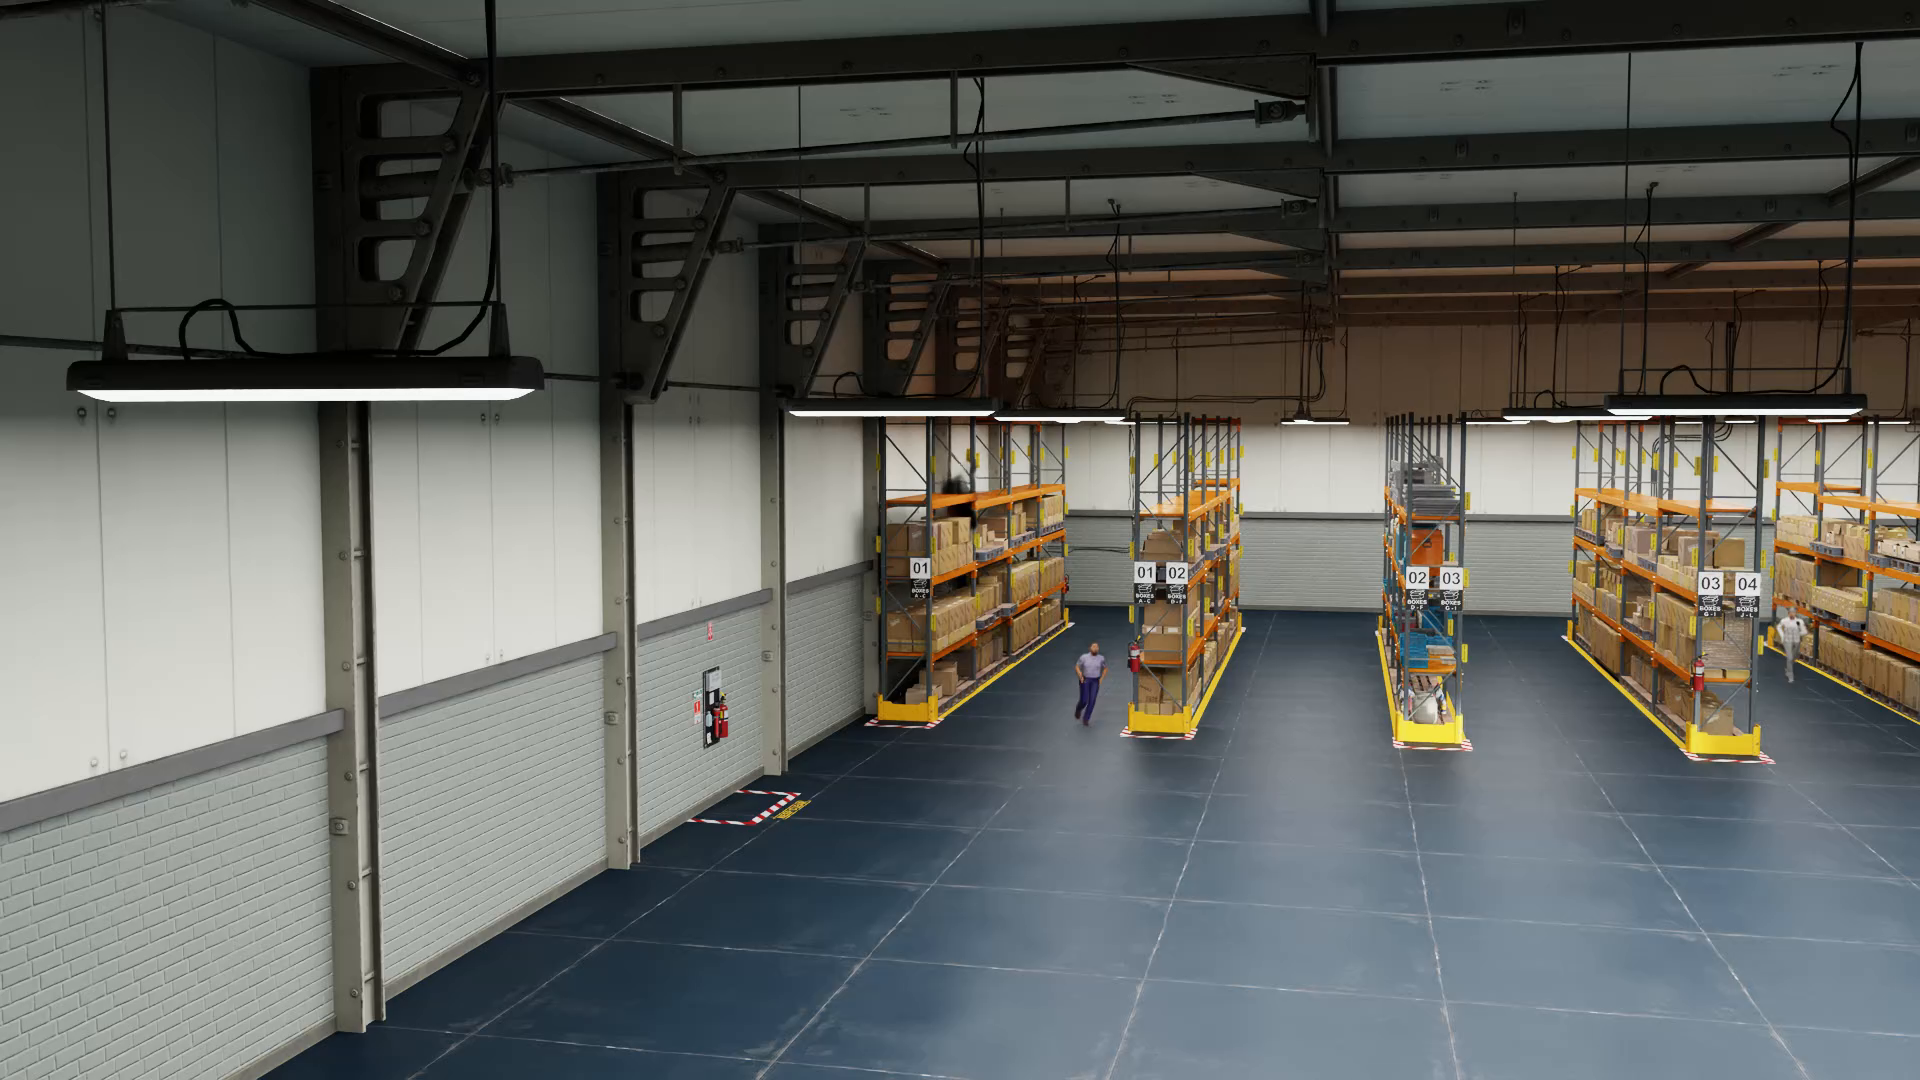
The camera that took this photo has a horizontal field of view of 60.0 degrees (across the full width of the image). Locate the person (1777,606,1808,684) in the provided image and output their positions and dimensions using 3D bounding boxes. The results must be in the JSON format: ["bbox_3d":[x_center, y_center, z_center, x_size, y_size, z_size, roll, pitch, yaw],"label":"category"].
[{"bbox_3d":[18.800,2.337,37.558,0.587,1.717,0.869,1,4,17],"label":"person"}]

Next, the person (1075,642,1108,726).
[{"bbox_3d":[2.545,2.754,32.103,0.621,1.594,0.570,0,4,-6],"label":"person"}]

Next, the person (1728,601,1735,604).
[{"bbox_3d":[19.944,1.940,43.373,0.723,1.730,0.667,2,4,31],"label":"person"}]
